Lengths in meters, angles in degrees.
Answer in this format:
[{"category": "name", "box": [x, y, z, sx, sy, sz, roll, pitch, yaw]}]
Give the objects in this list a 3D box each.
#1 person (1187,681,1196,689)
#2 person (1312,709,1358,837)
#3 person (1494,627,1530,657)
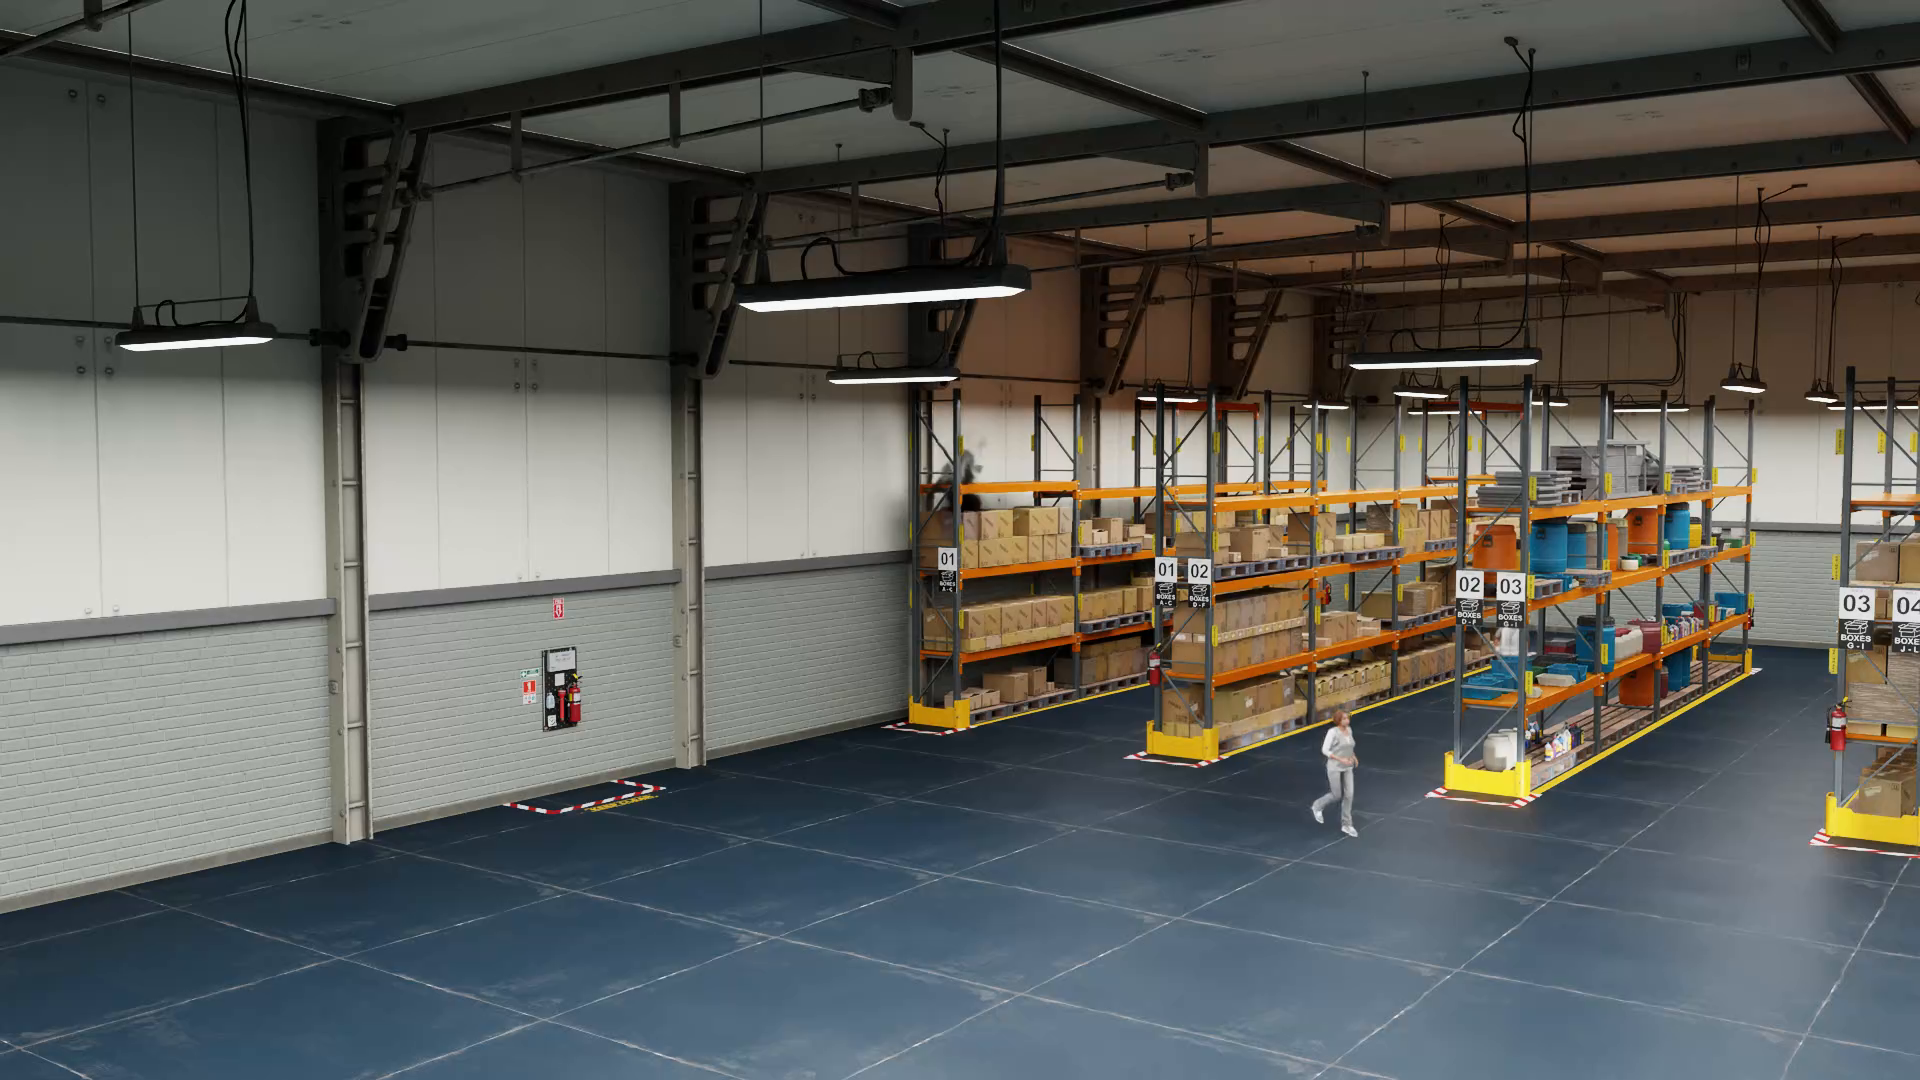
[{"category": "person", "box": [4.318, 2.373, 30.128, 0.654, 1.776, 0.985, 2, 4, 26]}, {"category": "person", "box": [4.897, 2.984, 21.552, 0.567, 1.606, 0.744, -2, 4, -30]}, {"category": "person", "box": [10.848, 2.273, 32.713, 0.680, 1.745, 0.551, 2, 4, 25]}]
